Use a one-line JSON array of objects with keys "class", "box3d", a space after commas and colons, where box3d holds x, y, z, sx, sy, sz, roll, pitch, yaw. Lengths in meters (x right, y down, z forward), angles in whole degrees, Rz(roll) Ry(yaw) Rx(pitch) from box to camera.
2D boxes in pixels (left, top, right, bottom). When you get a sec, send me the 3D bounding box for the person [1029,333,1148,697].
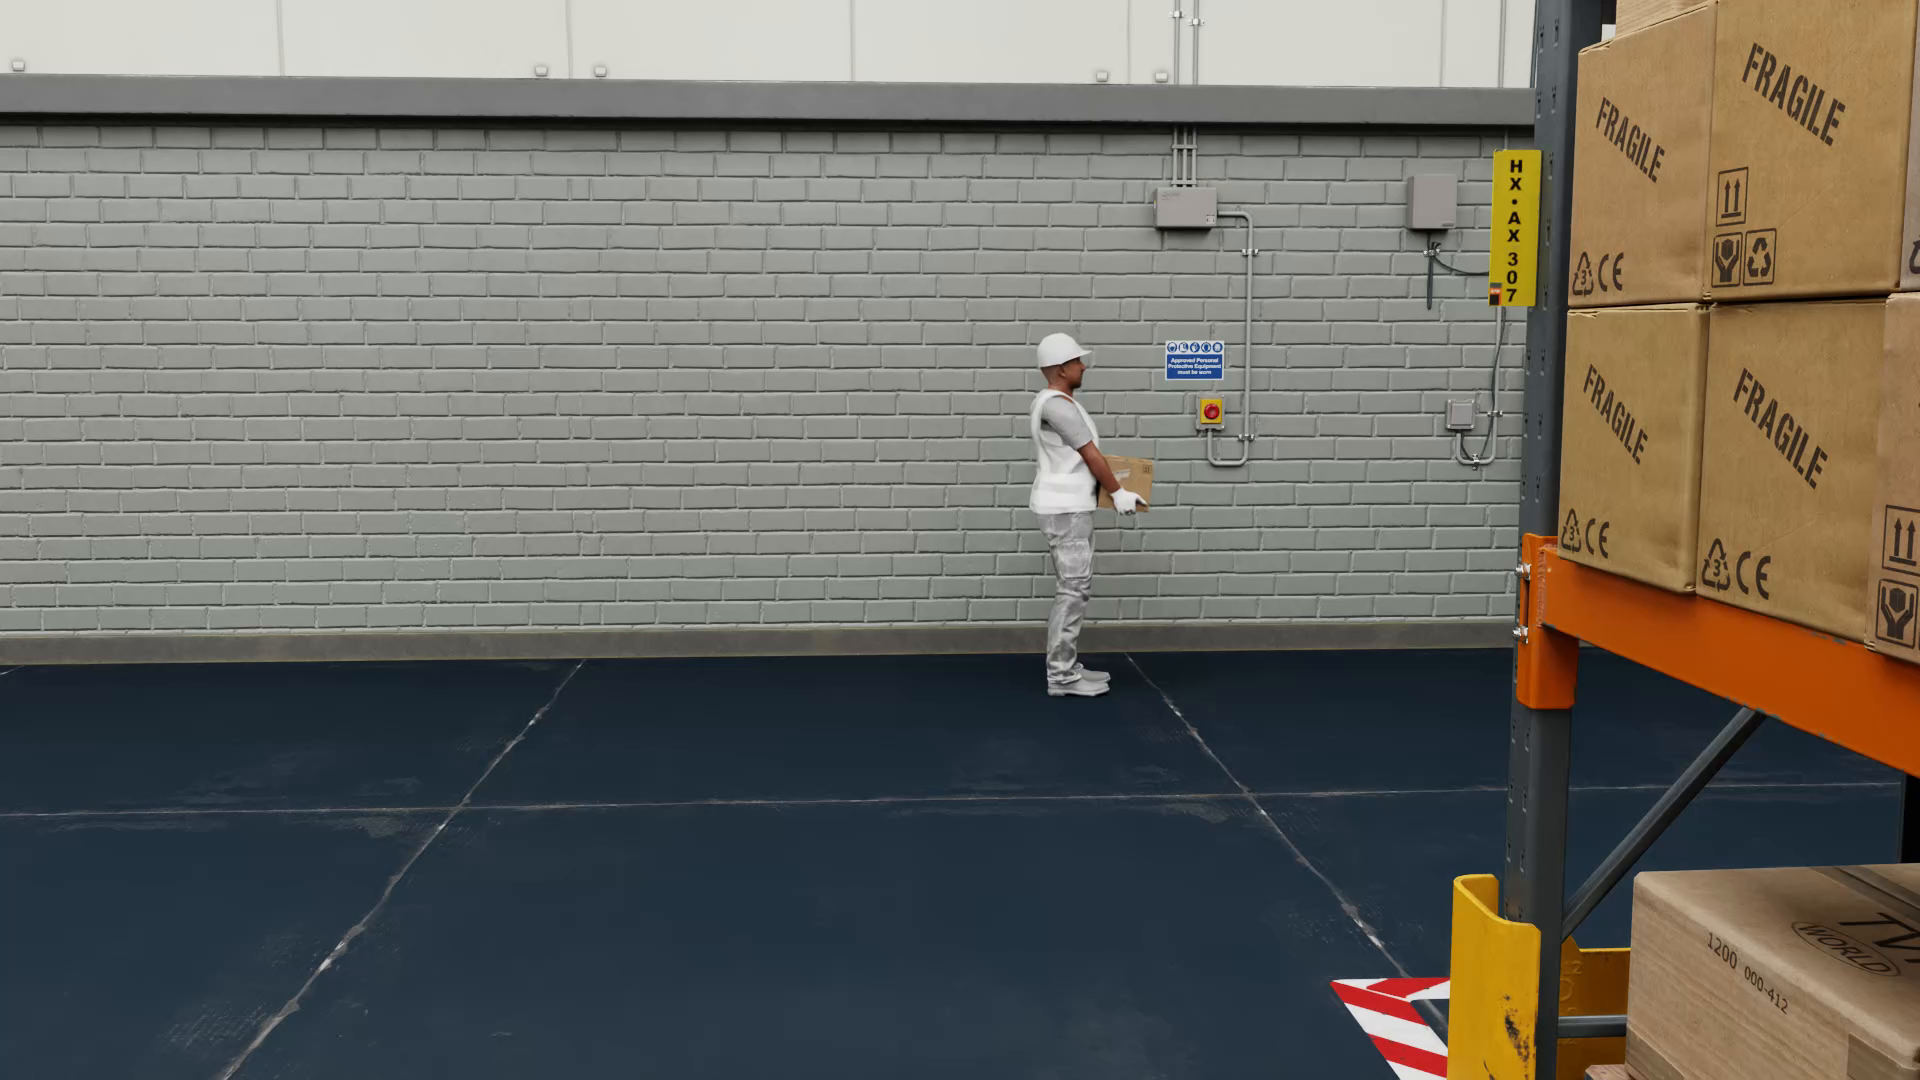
[{"class": "person", "box3d": [0.628, -0.134, 8.289, 0.567, 1.780, 0.488, 0, 7, -3]}]
